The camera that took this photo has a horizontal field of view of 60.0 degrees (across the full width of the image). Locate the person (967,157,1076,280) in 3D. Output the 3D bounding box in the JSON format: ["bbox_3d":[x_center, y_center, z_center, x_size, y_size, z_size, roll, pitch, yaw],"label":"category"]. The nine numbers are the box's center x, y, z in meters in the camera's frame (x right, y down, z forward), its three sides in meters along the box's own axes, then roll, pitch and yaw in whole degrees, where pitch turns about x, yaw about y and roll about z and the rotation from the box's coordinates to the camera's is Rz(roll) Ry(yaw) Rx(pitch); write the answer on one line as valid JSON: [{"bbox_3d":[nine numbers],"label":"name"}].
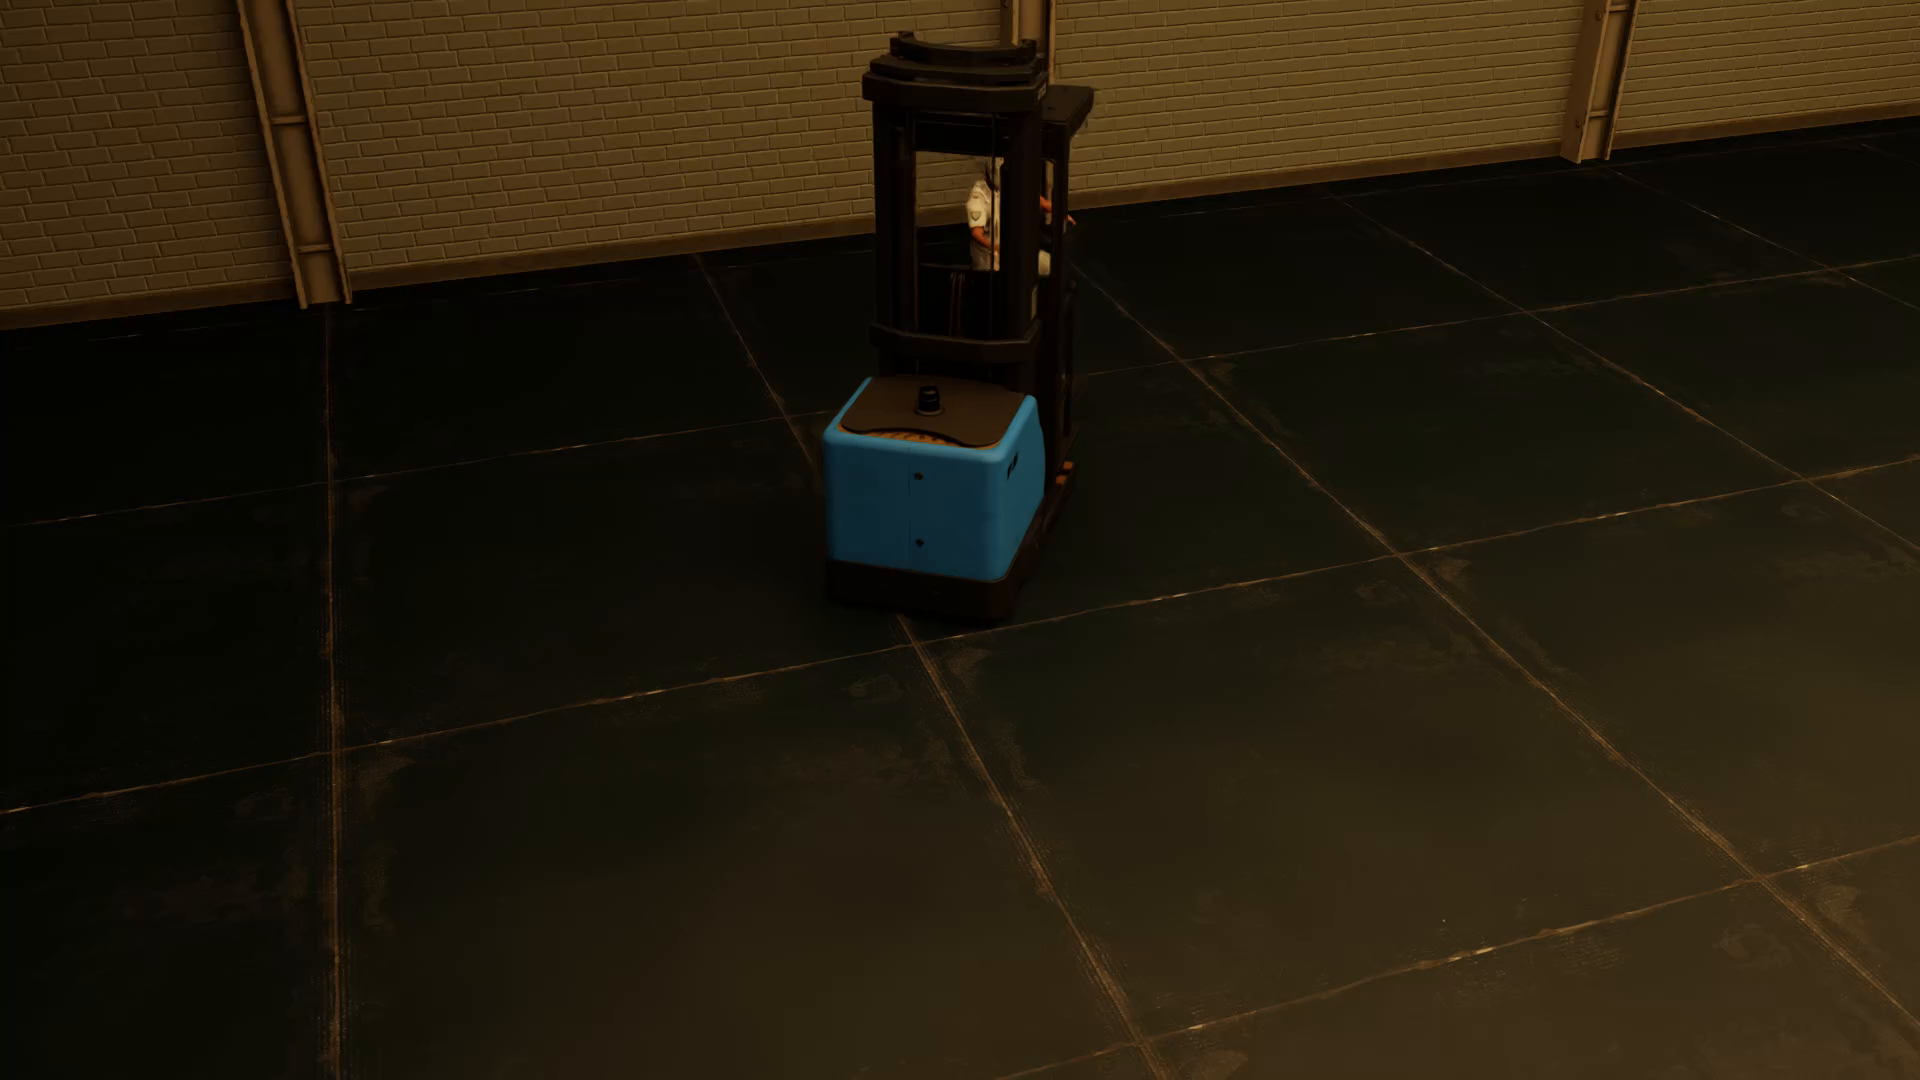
[{"bbox_3d":[0.389,-2.105,12.212,0.908,1.463,0.726,-21,36,-32],"label":"person"}]

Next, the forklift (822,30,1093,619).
[{"bbox_3d":[0.127,-1.556,9.792,1.130,2.935,3.031,8,31,13],"label":"forklift"}]
